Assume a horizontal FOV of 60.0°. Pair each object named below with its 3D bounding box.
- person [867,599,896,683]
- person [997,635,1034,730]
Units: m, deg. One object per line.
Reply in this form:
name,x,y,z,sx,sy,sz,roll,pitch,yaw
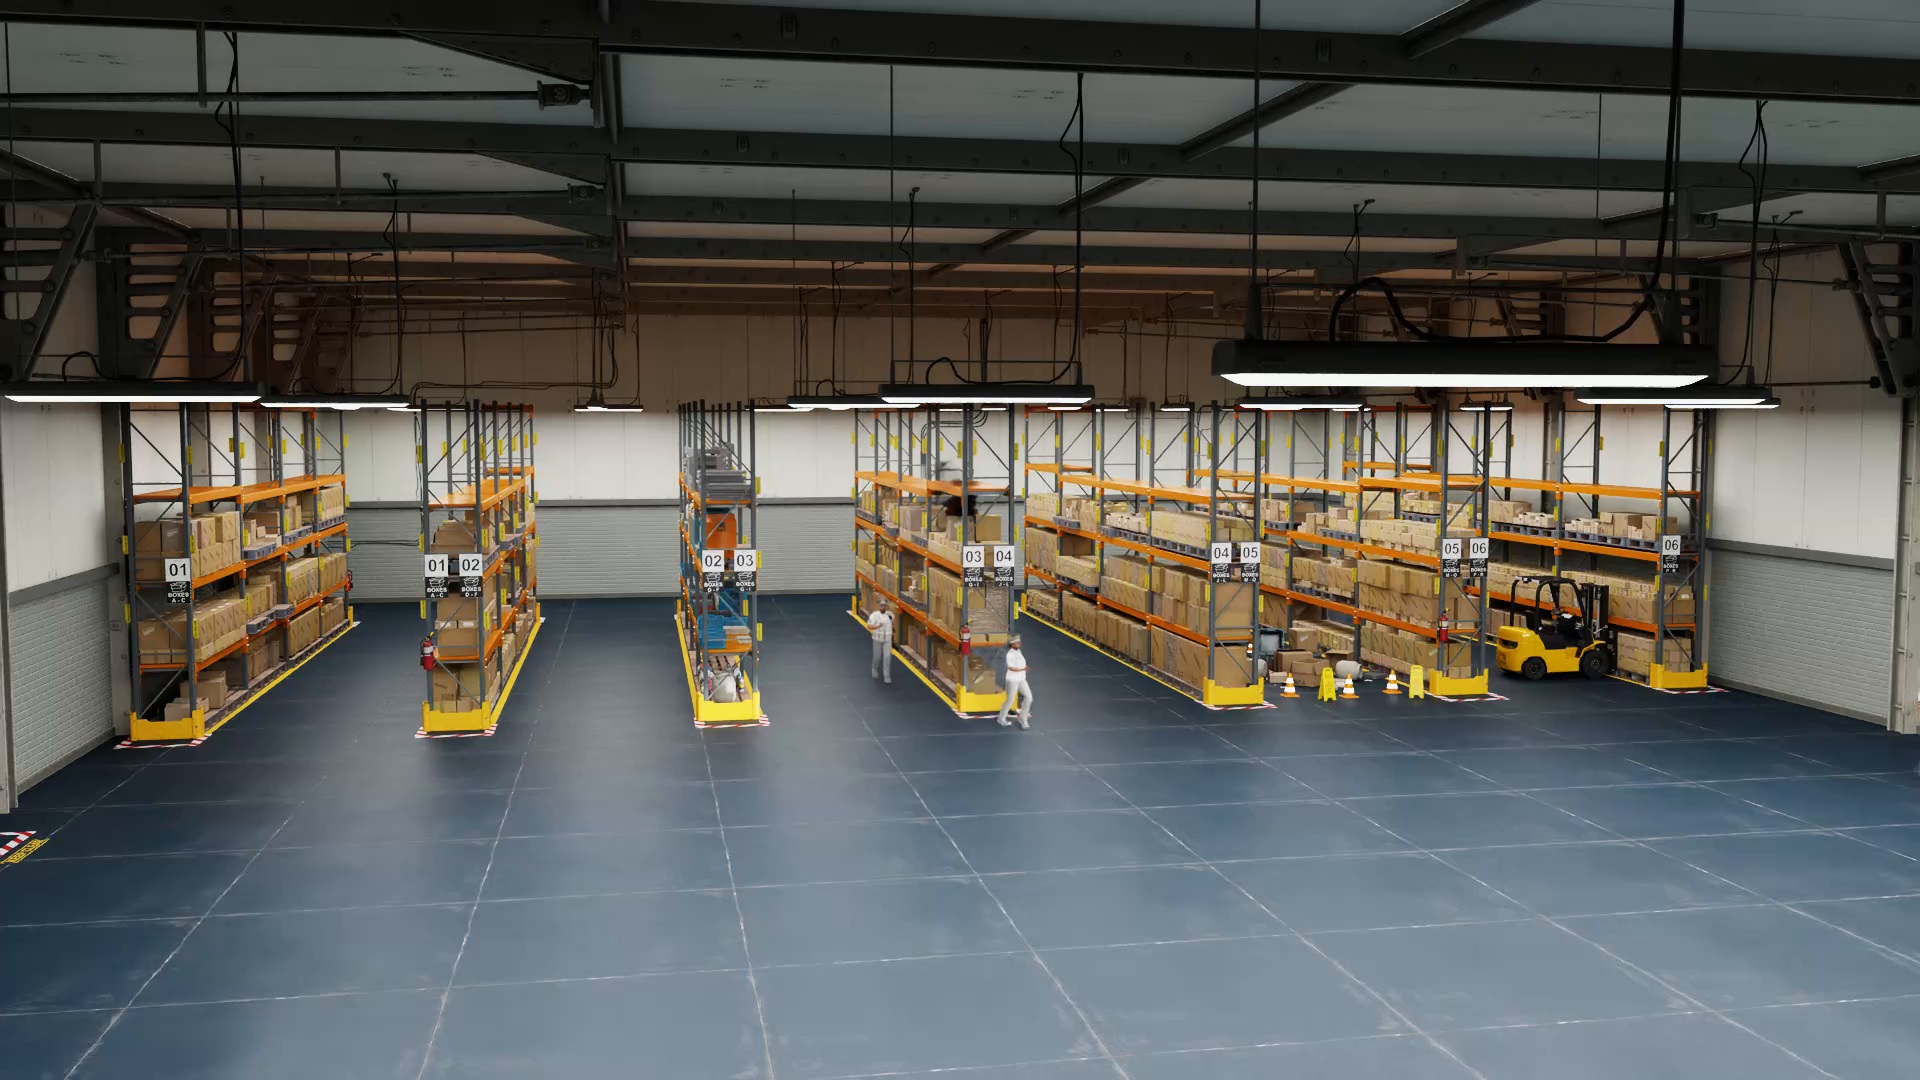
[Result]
person,-1.660,2.118,35.515,0.665,1.760,0.980,-1,4,-15
person,1.027,2.591,30.311,0.740,1.739,0.534,3,5,36
